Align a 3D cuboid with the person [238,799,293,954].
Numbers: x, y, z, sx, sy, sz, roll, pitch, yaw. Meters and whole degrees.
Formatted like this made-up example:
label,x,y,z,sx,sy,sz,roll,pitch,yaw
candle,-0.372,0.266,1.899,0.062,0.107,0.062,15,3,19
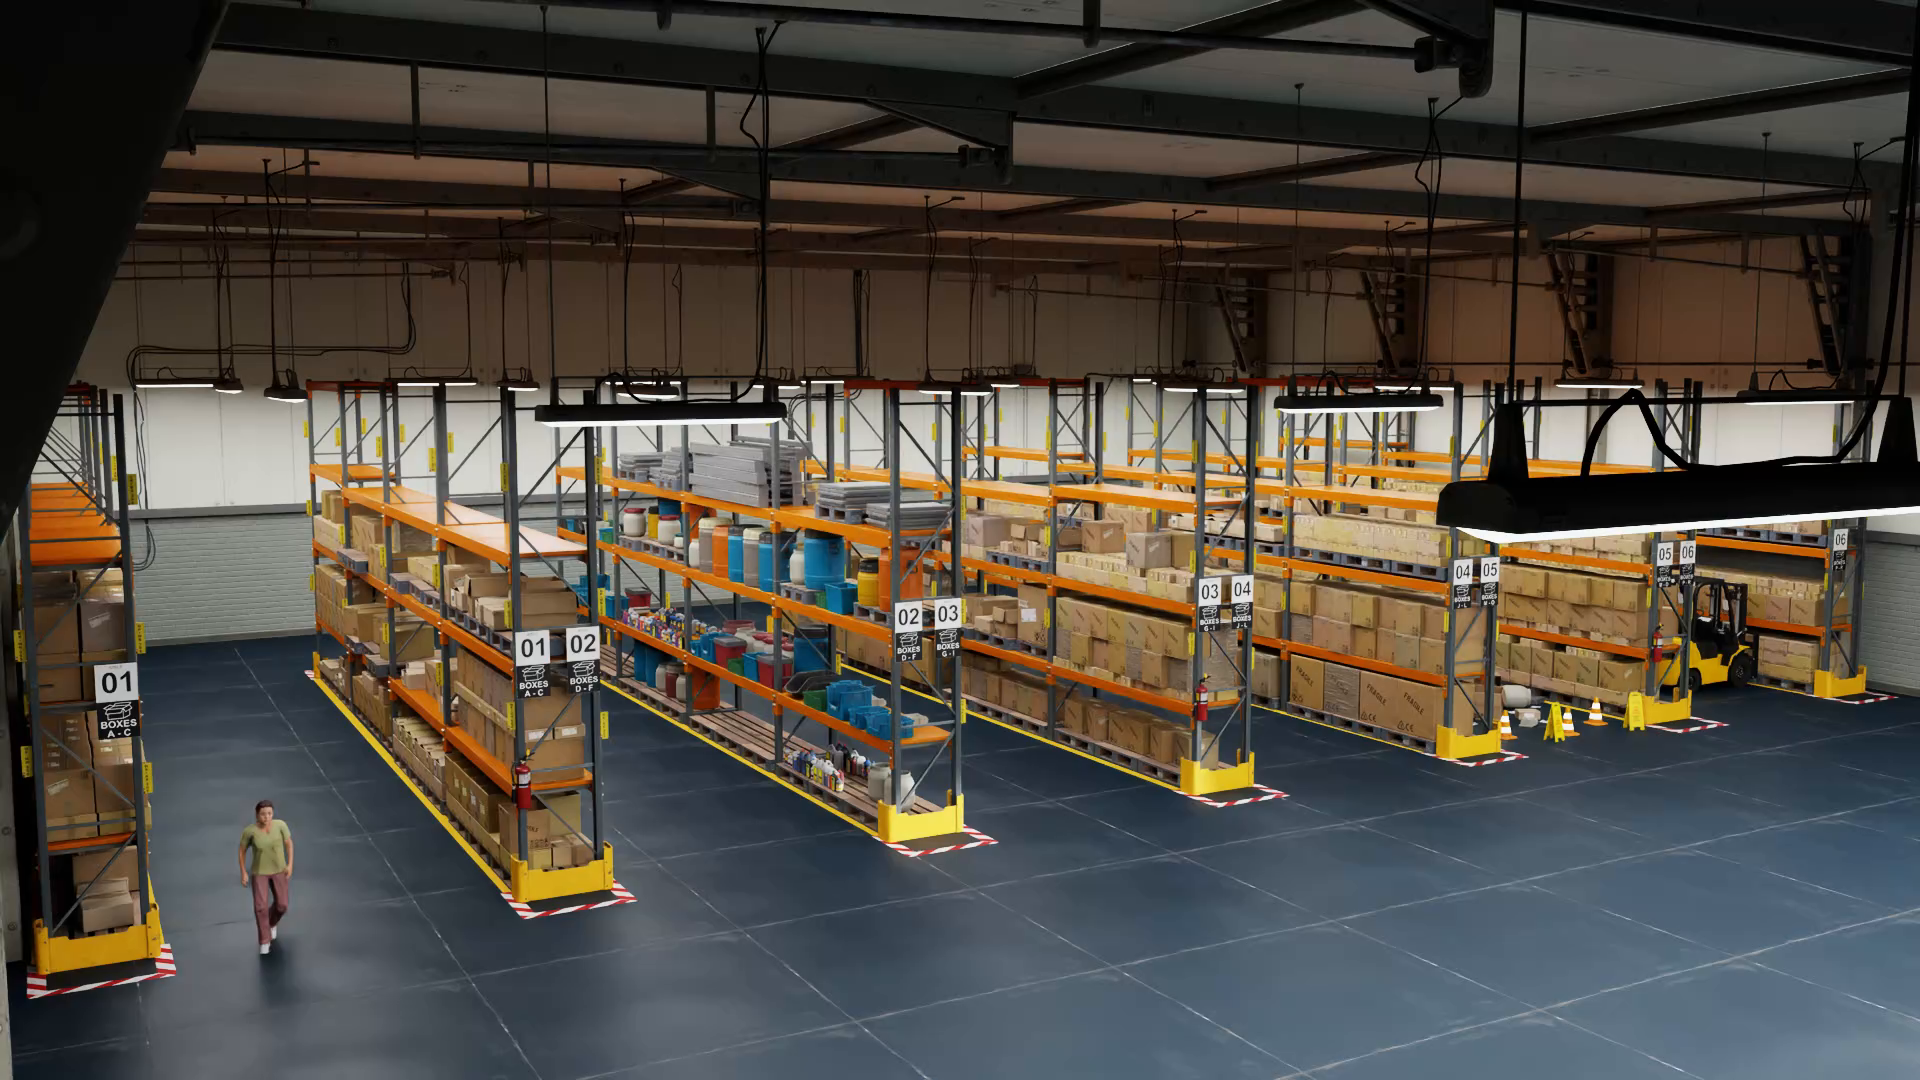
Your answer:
label,x,y,z,sx,sy,sz,roll,pitch,yaw
person,-7.531,3.604,18.054,0.545,1.657,0.604,-3,7,-29
